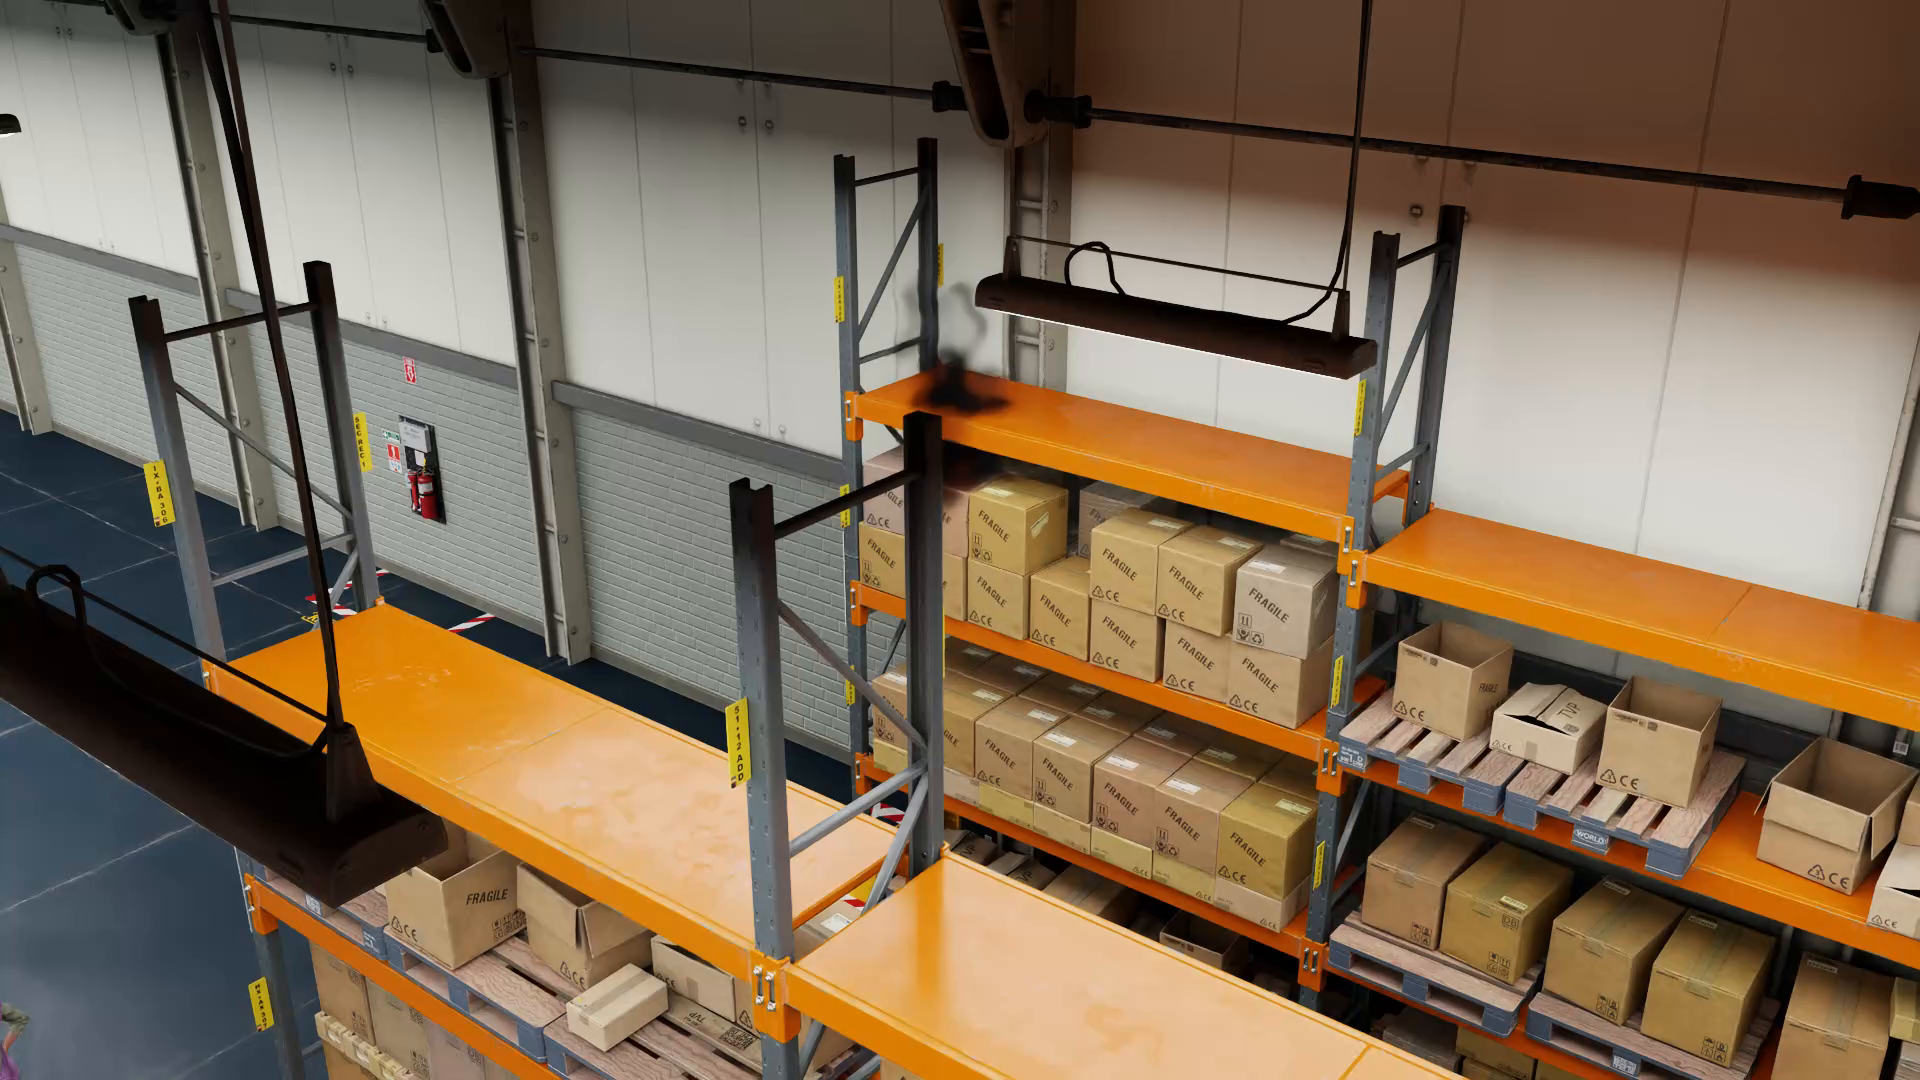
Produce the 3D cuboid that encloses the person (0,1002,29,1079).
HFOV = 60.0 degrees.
[{"bbox_3d":[-5.981,3.426,10.363,0.817,1.616,0.514,-8,24,-19],"label":"person"}]
